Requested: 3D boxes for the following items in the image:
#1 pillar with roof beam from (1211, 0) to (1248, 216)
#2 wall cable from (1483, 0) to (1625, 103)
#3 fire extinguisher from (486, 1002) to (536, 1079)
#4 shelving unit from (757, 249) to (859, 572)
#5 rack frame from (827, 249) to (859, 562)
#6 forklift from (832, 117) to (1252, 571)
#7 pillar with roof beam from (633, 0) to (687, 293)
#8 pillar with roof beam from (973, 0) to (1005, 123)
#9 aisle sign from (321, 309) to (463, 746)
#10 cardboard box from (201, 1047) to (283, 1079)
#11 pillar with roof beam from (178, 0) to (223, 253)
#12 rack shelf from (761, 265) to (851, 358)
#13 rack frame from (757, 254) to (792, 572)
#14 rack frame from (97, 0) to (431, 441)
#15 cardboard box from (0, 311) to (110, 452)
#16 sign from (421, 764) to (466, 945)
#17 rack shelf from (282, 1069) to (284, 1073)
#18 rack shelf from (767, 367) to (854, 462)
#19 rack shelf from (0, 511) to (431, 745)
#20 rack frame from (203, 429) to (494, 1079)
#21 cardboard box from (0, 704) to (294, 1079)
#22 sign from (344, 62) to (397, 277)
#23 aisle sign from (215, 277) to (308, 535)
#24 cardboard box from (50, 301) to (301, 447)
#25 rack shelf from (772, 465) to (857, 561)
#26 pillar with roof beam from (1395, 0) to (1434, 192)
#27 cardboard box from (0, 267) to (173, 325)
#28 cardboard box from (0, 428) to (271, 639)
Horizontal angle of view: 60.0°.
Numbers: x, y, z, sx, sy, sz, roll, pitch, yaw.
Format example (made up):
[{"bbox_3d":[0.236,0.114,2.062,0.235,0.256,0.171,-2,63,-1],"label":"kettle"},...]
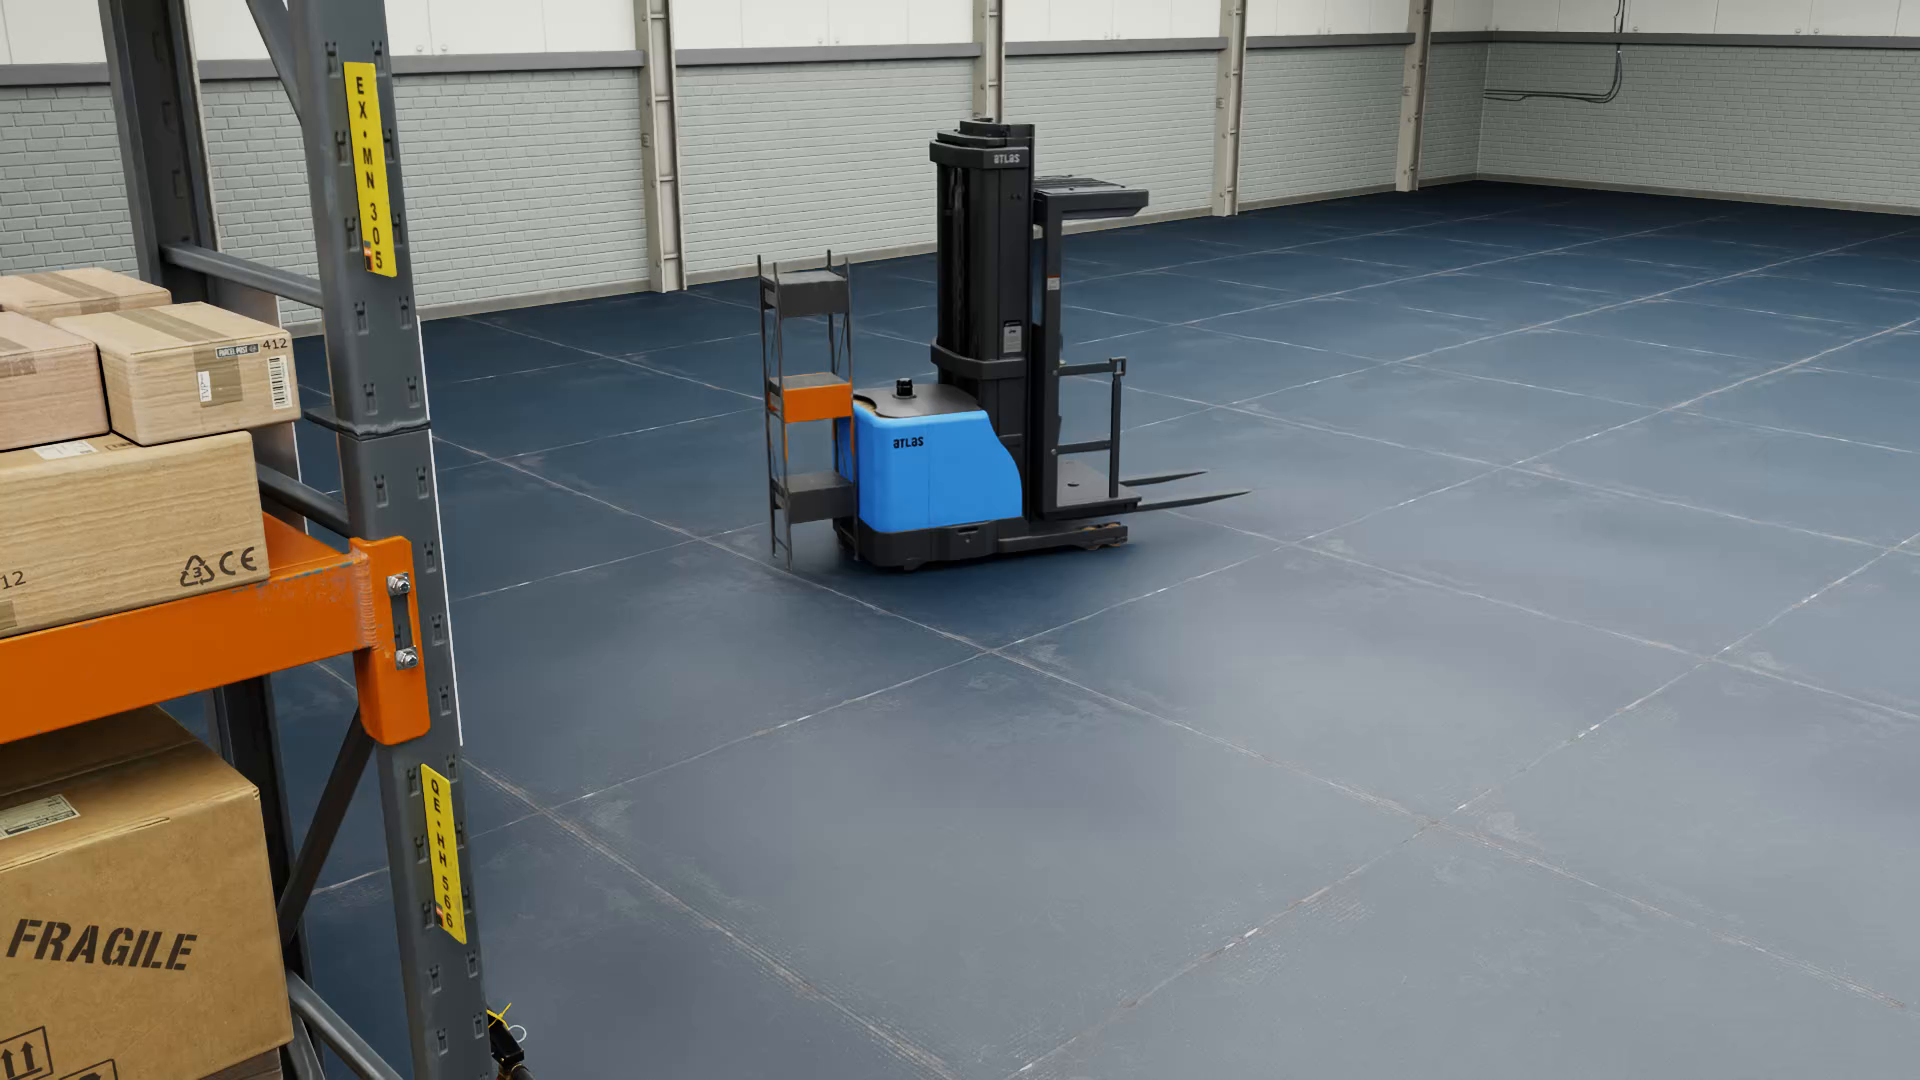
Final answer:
[{"bbox_3d":[7.755,-9.223,25.842,0.400,9.000,9.100,-16,24,-41],"label":"pillar with roof beam"},{"bbox_3d":[12.206,-10.310,34.229,0.112,2.526,3.097,-16,24,-41],"label":"wall cable"},{"bbox_3d":[-0.895,1.254,3.380,0.183,0.674,0.296,-16,24,-41],"label":"fire extinguisher"},{"bbox_3d":[-1.021,-0.871,11.255,0.503,2.100,0.431,-8,20,-22],"label":"shelving unit"},{"bbox_3d":[-0.797,-0.904,11.346,0.015,2.100,0.400,-8,20,-22],"label":"rack frame"},{"bbox_3d":[0.650,-1.462,11.741,3.031,2.935,1.130,-7,19,-21],"label":"forklift"},{"bbox_3d":[-0.964,-6.681,17.999,0.400,9.000,9.100,-16,24,-41],"label":"pillar with roof beam"},{"bbox_3d":[3.396,-7.952,21.921,0.400,9.000,9.100,-16,24,-41],"label":"pillar with roof beam"},{"bbox_3d":[-1.043,-0.045,3.044,0.004,0.787,0.394,-16,24,-41],"label":"aisle sign"},{"bbox_3d":[-1.713,1.059,3.210,0.500,0.500,0.875,-16,24,-41],"label":"cardboard box"},{"bbox_3d":[-5.324,-5.409,14.078,0.400,9.000,9.100,-16,24,-41],"label":"pillar with roof beam"},{"bbox_3d":[-1.029,-1.523,11.040,0.480,0.518,0.431,-8,20,-22],"label":"rack shelf"},{"bbox_3d":[-1.245,-0.838,11.164,0.015,2.100,0.400,-8,20,-22],"label":"rack frame"},{"bbox_3d":[-1.294,-1.716,2.686,0.127,3.000,1.000,-16,24,-41],"label":"rack frame"},{"bbox_3d":[-1.551,-0.250,2.624,0.380,0.149,0.250,17,25,42],"label":"cardboard box"},{"bbox_3d":[-0.928,0.565,2.987,0.005,0.325,0.100,-16,24,-41],"label":"sign"},{"bbox_3d":[-2.748,1.904,2.415,4.000,0.370,1.077,-16,24,-41],"label":"rack shelf"},{"bbox_3d":[-1.021,-0.858,11.259,0.480,0.518,0.431,-8,20,-22],"label":"rack shelf"},{"bbox_3d":[-2.748,0.477,1.953,4.000,0.370,1.077,-16,24,-41],"label":"rack shelf"},{"bbox_3d":[-1.294,1.138,3.611,0.127,3.000,1.000,-16,24,-41],"label":"rack frame"},{"bbox_3d":[-1.524,0.645,2.866,0.500,0.500,0.500,-16,24,-41],"label":"cardboard box"},{"bbox_3d":[-0.928,-0.581,2.615,0.005,0.325,0.100,-16,24,-41],"label":"sign"},{"bbox_3d":[-1.455,-0.179,3.458,0.004,0.787,0.394,-16,24,-41],"label":"aisle sign"},{"bbox_3d":[-1.282,-0.278,2.713,0.250,0.149,0.380,-16,24,-41],"label":"cardboard box"},{"bbox_3d":[-1.012,-0.193,11.479,0.480,0.518,0.431,-8,20,-22],"label":"rack shelf"},{"bbox_3d":[12.115,-10.495,29.763,0.400,9.000,9.100,-16,24,-41],"label":"pillar with roof beam"},{"bbox_3d":[-1.653,-0.401,3.090,0.250,0.149,0.380,-16,24,-41],"label":"cardboard box"},{"bbox_3d":[-1.470,-0.058,2.681,0.500,0.250,0.500,-16,24,-40],"label":"cardboard box"}]
